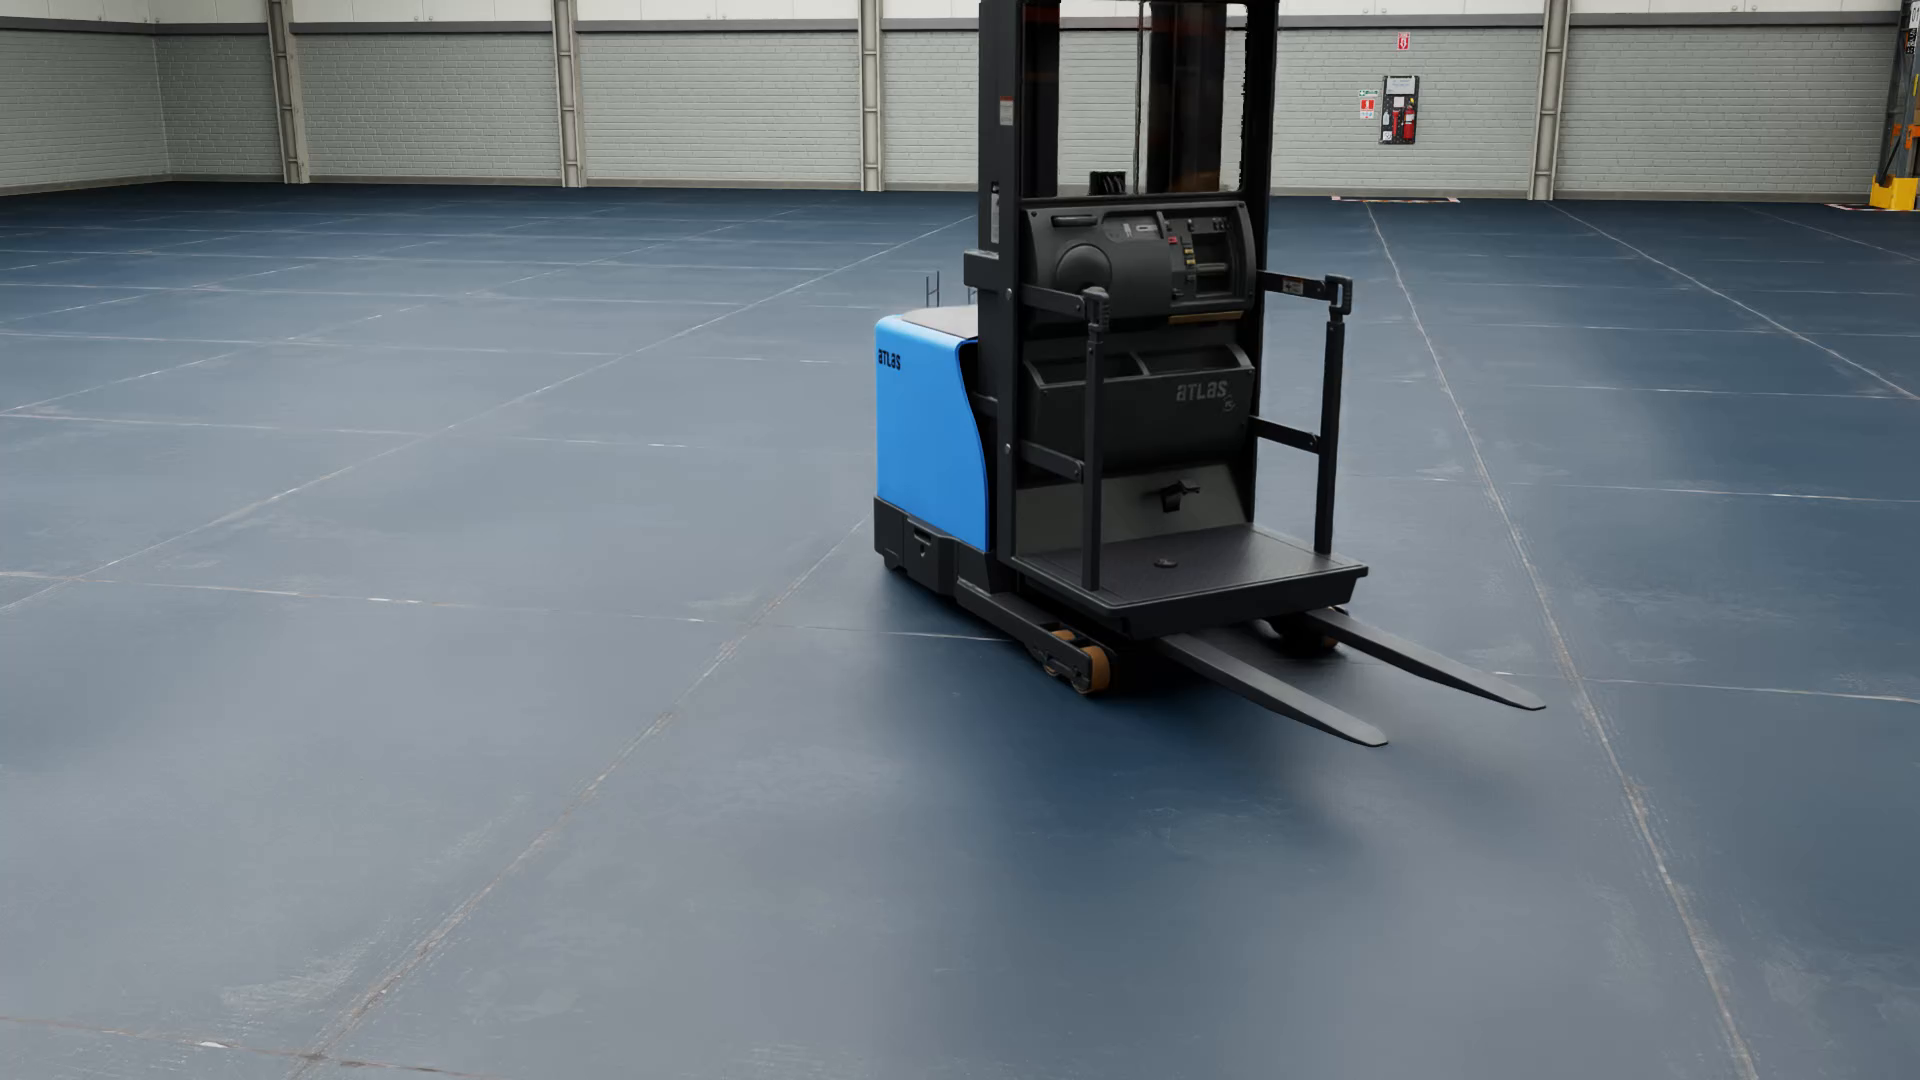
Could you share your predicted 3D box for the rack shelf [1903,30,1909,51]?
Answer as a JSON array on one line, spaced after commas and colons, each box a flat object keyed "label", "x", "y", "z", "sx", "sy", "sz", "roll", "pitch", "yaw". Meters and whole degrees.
[{"label": "rack shelf", "x": 17.100, "y": -7.875, "z": 26.103, "sx": 4.000, "sy": 0.370, "sz": 1.077, "roll": 3, "pitch": 16, "yaw": 11}]

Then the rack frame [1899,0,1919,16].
[{"label": "rack frame", "x": 15.140, "y": -9.774, "z": 25.991, "sx": 0.127, "sy": 3.000, "sz": 1.000, "roll": 3, "pitch": 16, "yaw": 11}]

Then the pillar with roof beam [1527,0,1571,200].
[{"label": "pillar with roof beam", "x": 9.261, "y": -9.156, "z": 23.760, "sx": 0.400, "sy": 9.000, "sz": 9.100, "roll": 3, "pitch": 16, "yaw": 11}]

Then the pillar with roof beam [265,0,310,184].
[{"label": "pillar with roof beam", "x": -14.257, "y": -10.433, "z": 28.369, "sx": 0.400, "sy": 9.000, "sz": 9.100, "roll": 3, "pitch": 16, "yaw": 11}]

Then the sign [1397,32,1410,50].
[{"label": "sign", "x": 7.717, "y": -8.676, "z": 28.923, "sx": 0.199, "sy": 0.298, "sz": 0.001, "roll": 3, "pitch": 16, "yaw": 11}]

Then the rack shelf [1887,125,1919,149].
[{"label": "rack shelf", "x": 17.100, "y": -6.430, "z": 26.503, "sx": 4.000, "sy": 0.370, "sz": 1.077, "roll": 3, "pitch": 16, "yaw": 11}]

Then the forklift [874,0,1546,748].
[{"label": "forklift", "x": 0.756, "y": -1.022, "z": 5.762, "sx": 1.130, "sy": 2.935, "sz": 3.031, "roll": -8, "pitch": 17, "yaw": -26}]

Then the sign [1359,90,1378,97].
[{"label": "sign", "x": 7.187, "y": -7.859, "z": 29.256, "sx": 0.331, "sy": 0.109, "sz": 0.001, "roll": 3, "pitch": 16, "yaw": 11}]

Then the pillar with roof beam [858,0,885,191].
[{"label": "pillar with roof beam", "x": -2.498, "y": -9.794, "z": 26.064, "sx": 0.400, "sy": 9.000, "sz": 9.100, "roll": 3, "pitch": 16, "yaw": 11}]

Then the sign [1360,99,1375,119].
[{"label": "sign", "x": 7.184, "y": -7.606, "z": 29.336, "sx": 0.234, "sy": 0.329, "sz": 0.001, "roll": 3, "pitch": 16, "yaw": 11}]

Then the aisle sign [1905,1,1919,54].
[{"label": "aisle sign", "x": 15.010, "y": -8.061, "z": 26.175, "sx": 0.004, "sy": 0.787, "sz": 0.394, "roll": 3, "pitch": 16, "yaw": 11}]

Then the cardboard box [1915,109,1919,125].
[{"label": "cardboard box", "x": 15.555, "y": -6.711, "z": 26.415, "sx": 0.500, "sy": 0.250, "sz": 0.500, "roll": 3, "pitch": 16, "yaw": 9}]

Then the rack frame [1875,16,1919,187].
[{"label": "rack frame", "x": 15.140, "y": -6.883, "z": 26.791, "sx": 0.127, "sy": 3.000, "sz": 1.000, "roll": 3, "pitch": 16, "yaw": 11}]

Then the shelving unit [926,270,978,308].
[{"label": "shelving unit", "x": -0.029, "y": -0.587, "z": 7.435, "sx": 0.189, "sy": 1.200, "sz": 0.258, "roll": 3, "pitch": 16, "yaw": 11}]

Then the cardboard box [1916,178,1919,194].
[{"label": "cardboard box", "x": 15.801, "y": -5.739, "z": 26.874, "sx": 0.500, "sy": 0.311, "sz": 0.500, "roll": 1, "pitch": 16, "yaw": 5}]

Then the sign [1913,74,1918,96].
[{"label": "sign", "x": 15.033, "y": -7.158, "z": 26.163, "sx": 0.005, "sy": 0.325, "sz": 0.100, "roll": 3, "pitch": 16, "yaw": 11}]

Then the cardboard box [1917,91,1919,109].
[{"label": "cardboard box", "x": 15.548, "y": -7.078, "z": 26.333, "sx": 0.500, "sy": 0.500, "sz": 0.500, "roll": 3, "pitch": 16, "yaw": 11}]

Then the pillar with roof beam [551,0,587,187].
[{"label": "pillar with roof beam", "x": -8.378, "y": -10.114, "z": 27.216, "sx": 0.400, "sy": 9.000, "sz": 9.100, "roll": 3, "pitch": 16, "yaw": 11}]

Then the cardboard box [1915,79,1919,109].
[{"label": "cardboard box", "x": 15.645, "y": -7.212, "z": 26.819, "sx": 0.500, "sy": 0.500, "sz": 0.500, "roll": 3, "pitch": 16, "yaw": 10}]

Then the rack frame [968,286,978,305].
[{"label": "rack frame", "x": 0.061, "y": -0.582, "z": 7.417, "sx": 0.006, "sy": 1.200, "sz": 0.240, "roll": 3, "pitch": 16, "yaw": 11}]

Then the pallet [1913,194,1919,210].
[{"label": "pallet", "x": 16.004, "y": -5.482, "z": 26.960, "sx": 1.213, "sy": 0.211, "sz": 1.003, "roll": 3, "pitch": 16, "yaw": 11}]

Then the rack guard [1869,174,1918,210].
[{"label": "rack guard", "x": 15.215, "y": -5.674, "z": 27.110, "sx": 0.348, "sy": 0.500, "sz": 1.175, "roll": 3, "pitch": 16, "yaw": 11}]

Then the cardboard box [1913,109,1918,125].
[{"label": "cardboard box", "x": 15.637, "y": -6.846, "z": 26.902, "sx": 0.500, "sy": 0.250, "sz": 0.500, "roll": 3, "pitch": 16, "yaw": 12}]

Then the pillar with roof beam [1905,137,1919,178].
[{"label": "pillar with roof beam", "x": 15.141, "y": -8.837, "z": 22.607, "sx": 0.400, "sy": 9.000, "sz": 9.100, "roll": 3, "pitch": 16, "yaw": 11}]

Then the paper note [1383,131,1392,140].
[{"label": "paper note", "x": 7.545, "y": -7.135, "z": 29.353, "sx": 0.142, "sy": 0.148, "sz": 0.016, "roll": 3, "pitch": 16, "yaw": 11}]

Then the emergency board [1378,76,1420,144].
[{"label": "emergency board", "x": 7.705, "y": -7.532, "z": 29.137, "sx": 0.643, "sy": 1.169, "sz": 0.194, "roll": 3, "pitch": 16, "yaw": 11}]

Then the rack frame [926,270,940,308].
[{"label": "rack frame", "x": -0.118, "y": -0.592, "z": 7.453, "sx": 0.006, "sy": 1.200, "sz": 0.240, "roll": 3, "pitch": 16, "yaw": 11}]
